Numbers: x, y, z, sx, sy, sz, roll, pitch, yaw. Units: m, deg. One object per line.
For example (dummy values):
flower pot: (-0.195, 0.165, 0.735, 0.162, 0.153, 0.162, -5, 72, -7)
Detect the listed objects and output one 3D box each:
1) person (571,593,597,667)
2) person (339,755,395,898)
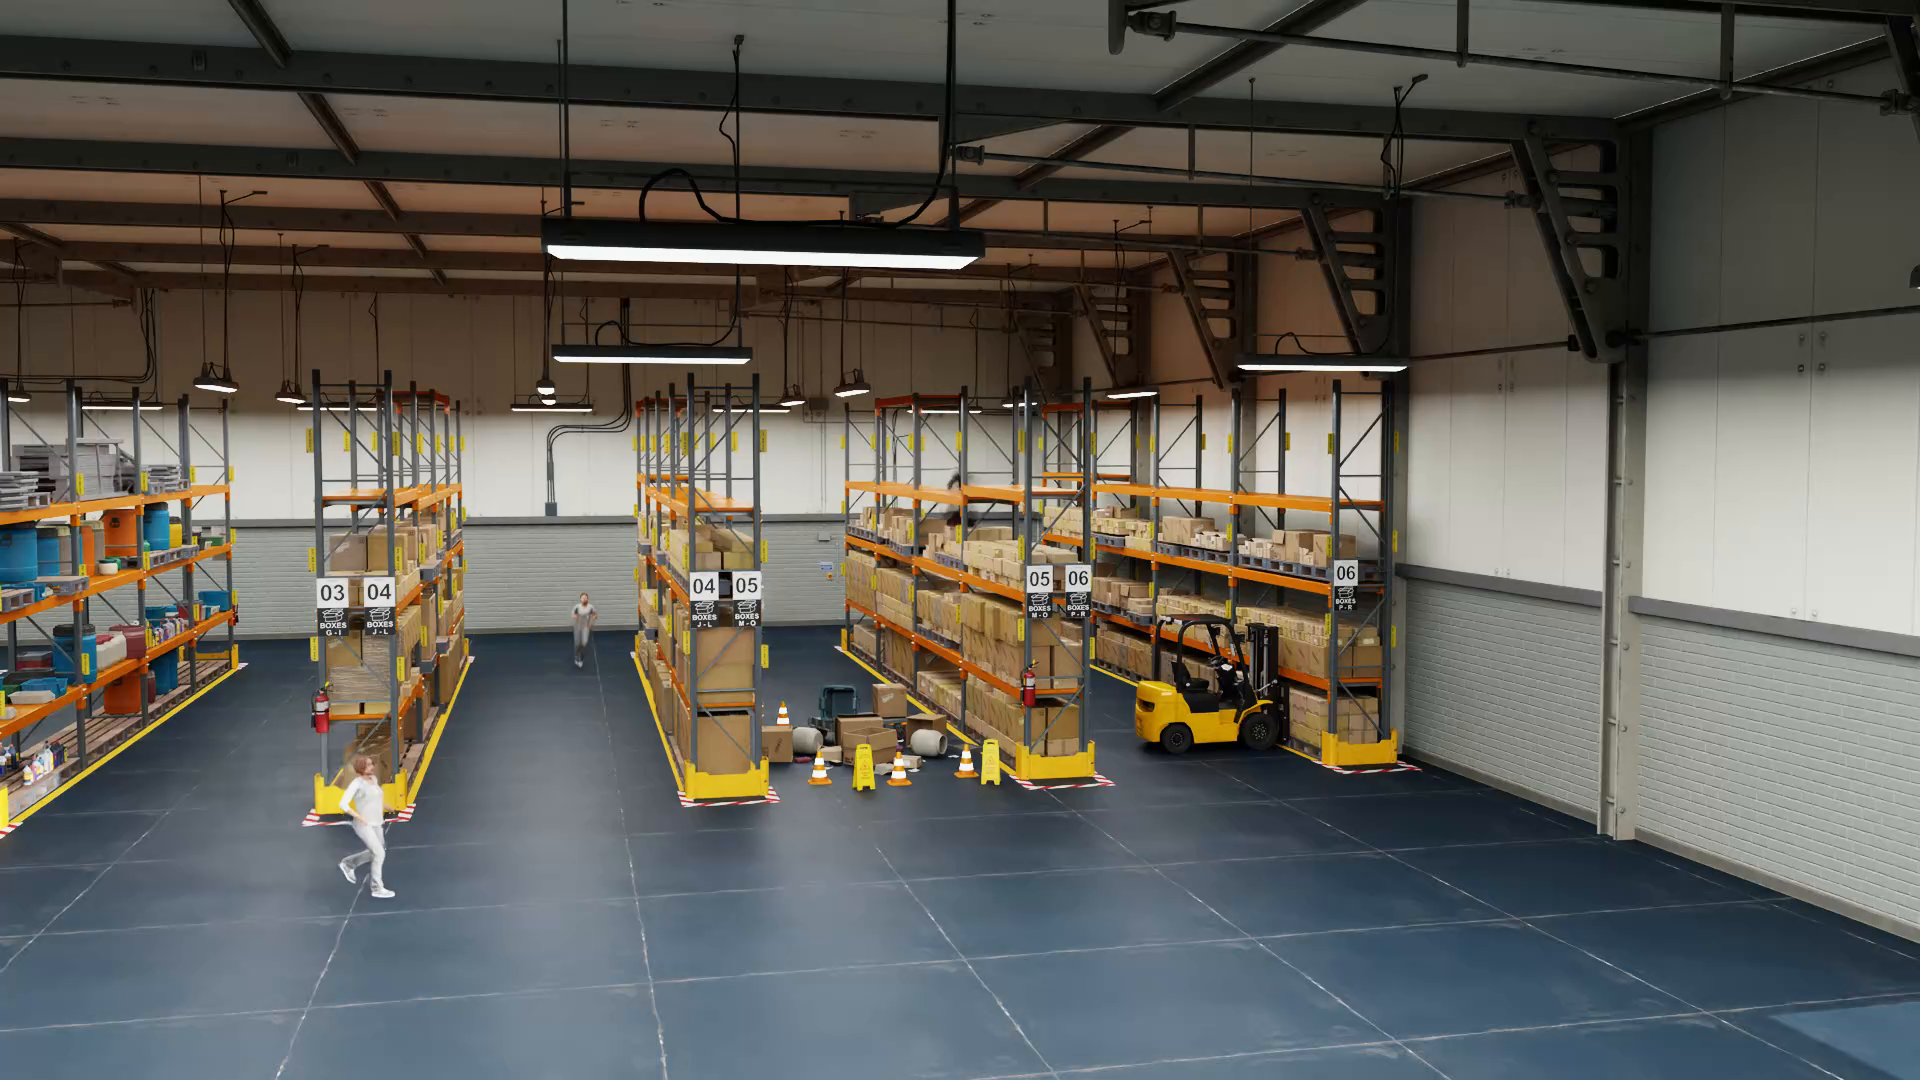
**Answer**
person: (-8.464, 2.028, 37.404, 0.570, 1.676, 0.680, -1, 3, -10)
person: (-6.588, 3.158, 18.380, 0.730, 1.560, 0.546, 1, 3, 16)
